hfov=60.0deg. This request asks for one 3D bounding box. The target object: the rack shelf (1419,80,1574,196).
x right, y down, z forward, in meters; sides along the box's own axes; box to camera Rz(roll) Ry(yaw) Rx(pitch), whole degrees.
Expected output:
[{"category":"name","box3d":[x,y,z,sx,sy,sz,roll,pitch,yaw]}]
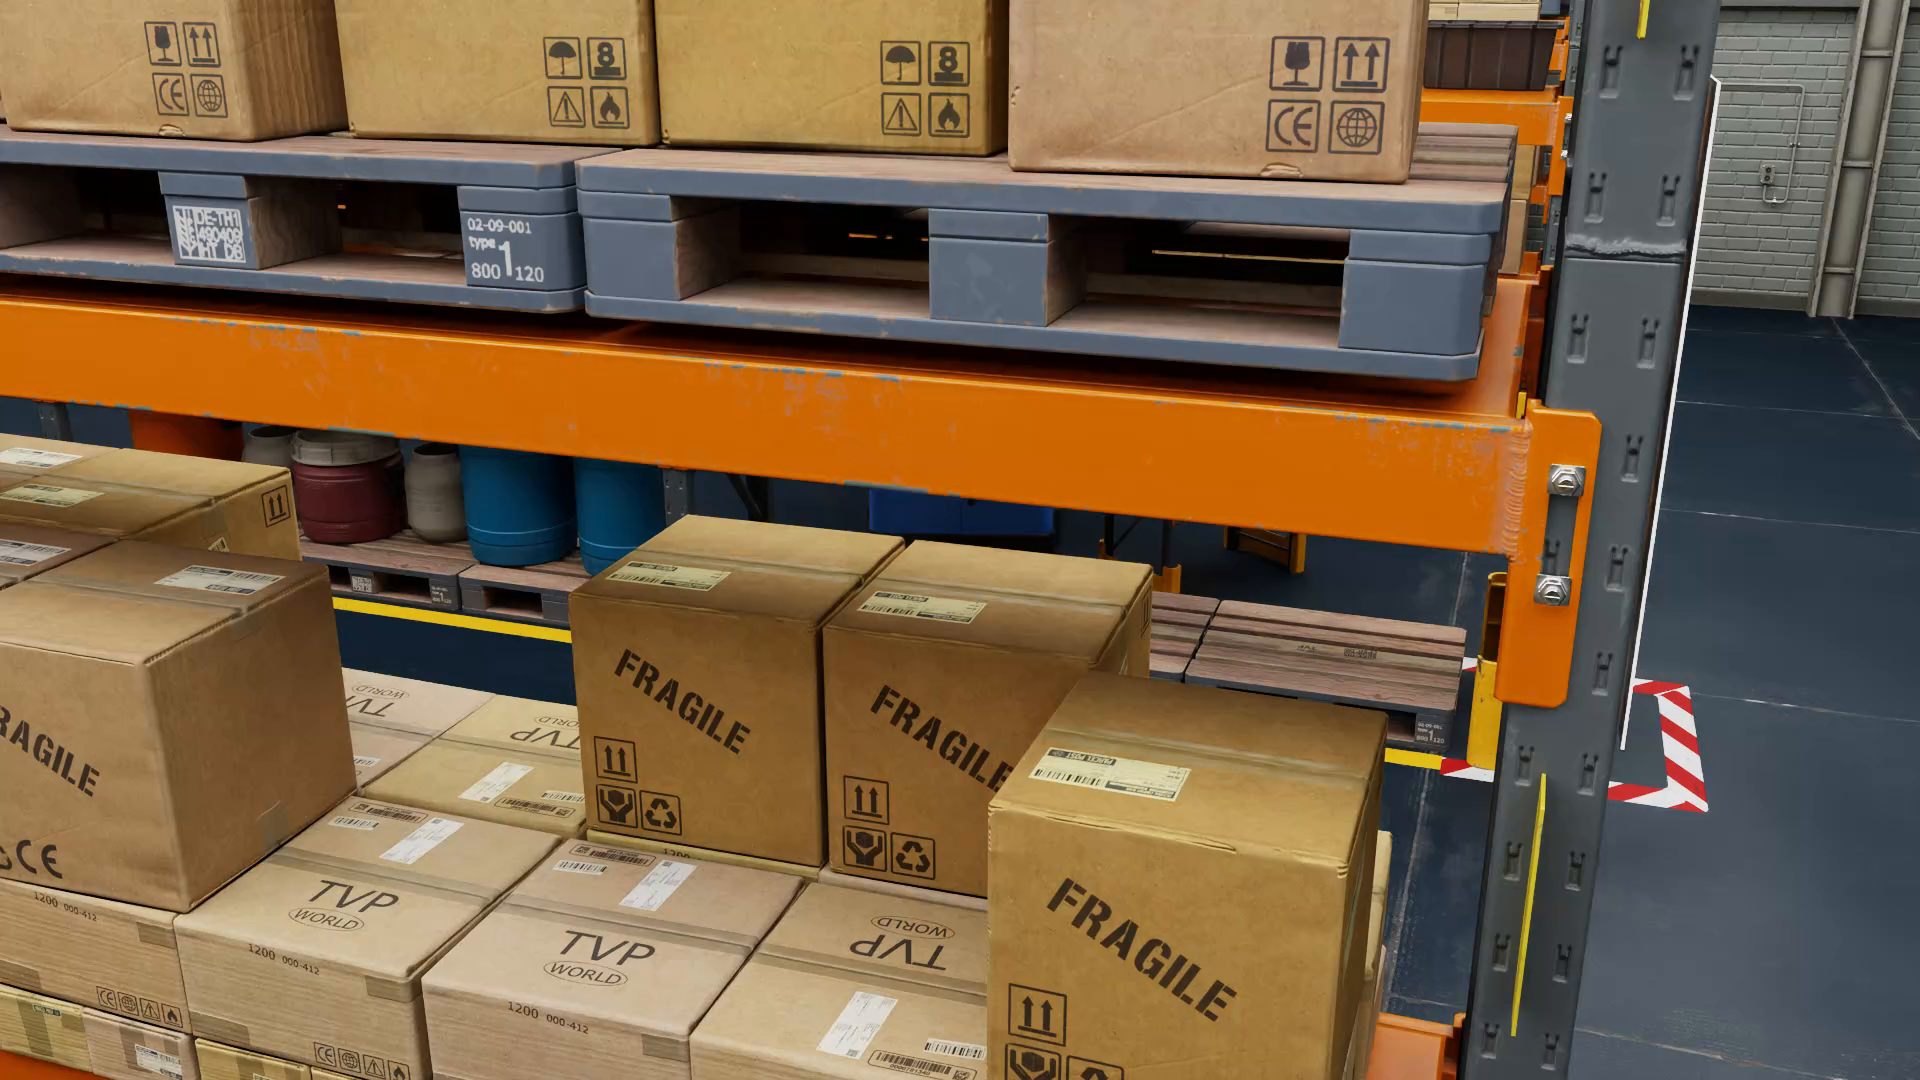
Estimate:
[{"category":"rack shelf","box3d":[0.640,-1.883,7.457,4.000,0.370,1.077,7,20,18]}]

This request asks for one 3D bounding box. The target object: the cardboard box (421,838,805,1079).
[{"category":"cardboard box","box3d":[-0.601,0.800,2.999,0.500,0.250,0.500,6,20,16]}]

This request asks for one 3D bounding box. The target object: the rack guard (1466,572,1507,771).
[{"category":"rack guard","box3d":[2.557,0.588,7.629,0.348,0.500,1.175,7,20,18]}]

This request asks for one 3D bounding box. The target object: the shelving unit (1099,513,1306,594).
[{"category":"shelving unit","box3d":[1.379,-0.500,9.232,1.083,1.500,0.587,-14,24,-35]}]

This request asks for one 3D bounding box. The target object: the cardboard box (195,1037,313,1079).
[{"category":"cardboard box","box3d":[-1.231,0.939,3.206,0.250,0.149,0.380,6,20,16]}]

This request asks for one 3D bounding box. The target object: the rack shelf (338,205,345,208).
[{"category":"rack shelf","box3d":[-5.288,-2.871,14.847,4.000,0.370,1.077,7,20,18]}]

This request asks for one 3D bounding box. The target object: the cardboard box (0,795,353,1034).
[{"category":"cardboard box","box3d":[-1.557,0.689,3.317,0.500,0.250,0.500,7,20,19]}]

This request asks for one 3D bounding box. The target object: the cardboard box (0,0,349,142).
[{"category":"cardboard box","box3d":[-1.162,-0.966,2.791,0.500,0.500,0.700,7,21,20]}]

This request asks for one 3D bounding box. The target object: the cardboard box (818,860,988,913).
[{"category":"cardboard box","box3d":[0.046,0.690,3.316,0.500,0.250,0.500,6,20,17]}]

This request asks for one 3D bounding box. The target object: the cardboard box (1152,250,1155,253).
[{"category":"cardboard box","box3d":[1.257,-2.415,12.296,0.500,0.500,0.500,7,20,19]}]

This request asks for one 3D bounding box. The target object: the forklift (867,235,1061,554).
[{"category":"forklift","box3d":[0.061,-1.615,10.256,1.130,2.935,3.031,1,19,2]}]

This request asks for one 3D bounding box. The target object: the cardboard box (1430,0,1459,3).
[{"category":"cardboard box","box3d":[3.117,-3.742,11.165,0.500,0.250,0.500,7,20,18]}]

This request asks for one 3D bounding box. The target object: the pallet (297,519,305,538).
[{"category":"pallet","box3d":[-4.269,-0.066,9.944,1.213,0.211,1.003,7,20,18]}]

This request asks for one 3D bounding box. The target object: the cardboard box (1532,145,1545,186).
[{"category":"cardboard box","box3d":[5.296,-3.864,16.150,0.700,0.700,0.980,7,21,21]}]

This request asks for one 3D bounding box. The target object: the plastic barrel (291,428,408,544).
[{"category":"plastic barrel","box3d":[-3.493,-0.345,9.533,0.708,0.588,0.600,7,20,18]}]

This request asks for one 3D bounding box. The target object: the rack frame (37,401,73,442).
[{"category":"rack frame","box3d":[-5.027,-1.455,9.692,0.127,3.000,1.000,7,20,18]}]

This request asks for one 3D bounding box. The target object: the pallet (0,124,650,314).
[{"category":"pallet","box3d":[-0.956,-0.633,2.913,1.213,0.211,1.003,7,20,18]}]

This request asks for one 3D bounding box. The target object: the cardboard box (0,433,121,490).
[{"category":"cardboard box","box3d":[-2.352,0.060,3.983,0.500,0.500,0.500,7,20,20]}]

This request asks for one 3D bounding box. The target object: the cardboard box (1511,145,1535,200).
[{"category":"cardboard box","box3d":[3.648,-2.612,11.342,0.500,0.500,0.500,6,20,18]}]

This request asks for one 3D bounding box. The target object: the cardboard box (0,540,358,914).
[{"category":"cardboard box","box3d":[-1.550,0.335,3.194,0.500,0.500,0.500,6,20,16]}]

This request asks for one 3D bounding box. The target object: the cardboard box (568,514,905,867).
[{"category":"cardboard box","box3d":[-0.424,0.282,3.347,0.500,0.500,0.500,6,20,17]}]

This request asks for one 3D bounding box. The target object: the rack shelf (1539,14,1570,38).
[{"category":"rack shelf","box3d":[3.891,-4.964,16.294,4.000,0.370,1.077,7,20,18]}]

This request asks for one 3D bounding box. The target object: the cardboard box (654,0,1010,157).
[{"category":"cardboard box","box3d":[-0.097,-0.897,2.595,0.500,0.500,0.700,6,20,16]}]

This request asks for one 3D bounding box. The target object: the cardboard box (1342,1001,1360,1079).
[{"category":"cardboard box","box3d":[0.359,0.910,2.684,0.500,0.250,0.500,6,20,17]}]

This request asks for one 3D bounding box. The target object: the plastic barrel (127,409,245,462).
[{"category":"plastic barrel","box3d":[-4.560,-0.581,9.844,0.708,0.830,0.600,7,20,18]}]

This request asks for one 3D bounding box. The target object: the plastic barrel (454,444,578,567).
[{"category":"plastic barrel","box3d":[-2.426,-0.371,9.132,0.708,0.901,0.600,7,20,18]}]

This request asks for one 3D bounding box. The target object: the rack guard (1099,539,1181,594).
[{"category":"rack guard","box3d":[0.983,0.189,9.153,0.087,0.250,0.587,-14,24,-35]}]

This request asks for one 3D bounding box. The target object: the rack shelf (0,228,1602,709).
[{"category":"rack shelf","box3d":[-0.985,-0.343,3.039,4.000,0.370,1.077,7,20,18]}]

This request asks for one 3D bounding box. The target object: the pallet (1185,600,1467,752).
[{"category":"pallet","box3d":[1.763,0.625,7.962,1.213,0.211,1.003,7,20,18]}]

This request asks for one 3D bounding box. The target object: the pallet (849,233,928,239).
[{"category":"pallet","box3d":[-0.339,-2.592,13.246,1.213,0.211,1.003,7,20,18]}]

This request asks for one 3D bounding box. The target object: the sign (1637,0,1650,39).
[{"category":"sign","box3d":[0.713,-0.680,1.689,0.005,0.325,0.100,7,20,18]}]

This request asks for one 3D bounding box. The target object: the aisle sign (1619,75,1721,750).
[{"category":"aisle sign","box3d":[0.874,-0.177,2.077,0.004,0.787,0.394,7,20,18]}]

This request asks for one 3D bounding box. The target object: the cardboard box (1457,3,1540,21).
[{"category":"cardboard box","box3d":[3.587,-3.449,11.085,0.500,0.250,0.500,7,20,18]}]

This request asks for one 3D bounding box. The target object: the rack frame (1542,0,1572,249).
[{"category":"rack frame","box3d":[5.781,-3.671,16.050,0.127,3.000,1.000,7,20,18]}]

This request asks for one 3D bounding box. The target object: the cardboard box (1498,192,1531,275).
[{"category":"cardboard box","box3d":[3.646,-2.141,11.510,0.500,0.500,0.500,7,20,20]}]

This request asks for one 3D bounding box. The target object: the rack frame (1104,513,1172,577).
[{"category":"rack frame","box3d":[0.967,-0.397,8.936,0.032,1.500,0.500,-14,24,-35]}]

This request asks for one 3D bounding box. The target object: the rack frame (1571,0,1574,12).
[{"category":"rack frame","box3d":[4.159,-4.963,10.643,0.127,3.000,1.000,7,20,18]}]

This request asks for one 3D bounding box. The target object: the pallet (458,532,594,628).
[{"category":"pallet","box3d":[-1.964,0.198,9.188,1.213,0.211,1.003,7,20,18]}]

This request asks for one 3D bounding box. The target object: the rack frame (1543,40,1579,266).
[{"category":"rack frame","box3d":[2.530,-0.590,7.213,0.127,3.000,1.000,7,20,18]}]

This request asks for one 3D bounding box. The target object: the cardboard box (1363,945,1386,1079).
[{"category":"cardboard box","box3d":[0.677,0.927,3.241,0.250,0.149,0.380,7,20,19]}]

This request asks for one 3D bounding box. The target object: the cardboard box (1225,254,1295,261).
[{"category":"cardboard box","box3d":[2.210,-2.306,11.983,0.500,0.500,0.500,6,20,17]}]

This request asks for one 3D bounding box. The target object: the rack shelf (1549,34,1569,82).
[{"category":"rack shelf","box3d":[2.269,-3.423,11.875,4.000,0.370,1.077,7,20,18]}]

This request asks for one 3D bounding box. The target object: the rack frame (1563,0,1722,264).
[{"category":"rack frame","box3d":[0.904,-1.883,1.808,0.127,3.000,1.000,7,20,18]}]

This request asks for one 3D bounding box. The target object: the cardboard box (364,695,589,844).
[{"category":"cardboard box","box3d":[-0.922,0.580,3.631,0.500,0.250,0.500,6,20,17]}]

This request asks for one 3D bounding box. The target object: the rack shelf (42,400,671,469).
[{"category":"rack shelf","box3d":[-3.138,-0.899,9.191,4.000,0.370,1.077,7,20,18]}]

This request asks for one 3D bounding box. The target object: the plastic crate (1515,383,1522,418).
[{"category":"plastic crate","box3d":[2.152,-0.614,7.134,0.499,0.435,0.616,7,20,18]}]

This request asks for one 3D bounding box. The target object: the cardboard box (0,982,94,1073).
[{"category":"cardboard box","box3d":[-1.716,0.884,3.366,0.250,0.149,0.380,6,20,17]}]
